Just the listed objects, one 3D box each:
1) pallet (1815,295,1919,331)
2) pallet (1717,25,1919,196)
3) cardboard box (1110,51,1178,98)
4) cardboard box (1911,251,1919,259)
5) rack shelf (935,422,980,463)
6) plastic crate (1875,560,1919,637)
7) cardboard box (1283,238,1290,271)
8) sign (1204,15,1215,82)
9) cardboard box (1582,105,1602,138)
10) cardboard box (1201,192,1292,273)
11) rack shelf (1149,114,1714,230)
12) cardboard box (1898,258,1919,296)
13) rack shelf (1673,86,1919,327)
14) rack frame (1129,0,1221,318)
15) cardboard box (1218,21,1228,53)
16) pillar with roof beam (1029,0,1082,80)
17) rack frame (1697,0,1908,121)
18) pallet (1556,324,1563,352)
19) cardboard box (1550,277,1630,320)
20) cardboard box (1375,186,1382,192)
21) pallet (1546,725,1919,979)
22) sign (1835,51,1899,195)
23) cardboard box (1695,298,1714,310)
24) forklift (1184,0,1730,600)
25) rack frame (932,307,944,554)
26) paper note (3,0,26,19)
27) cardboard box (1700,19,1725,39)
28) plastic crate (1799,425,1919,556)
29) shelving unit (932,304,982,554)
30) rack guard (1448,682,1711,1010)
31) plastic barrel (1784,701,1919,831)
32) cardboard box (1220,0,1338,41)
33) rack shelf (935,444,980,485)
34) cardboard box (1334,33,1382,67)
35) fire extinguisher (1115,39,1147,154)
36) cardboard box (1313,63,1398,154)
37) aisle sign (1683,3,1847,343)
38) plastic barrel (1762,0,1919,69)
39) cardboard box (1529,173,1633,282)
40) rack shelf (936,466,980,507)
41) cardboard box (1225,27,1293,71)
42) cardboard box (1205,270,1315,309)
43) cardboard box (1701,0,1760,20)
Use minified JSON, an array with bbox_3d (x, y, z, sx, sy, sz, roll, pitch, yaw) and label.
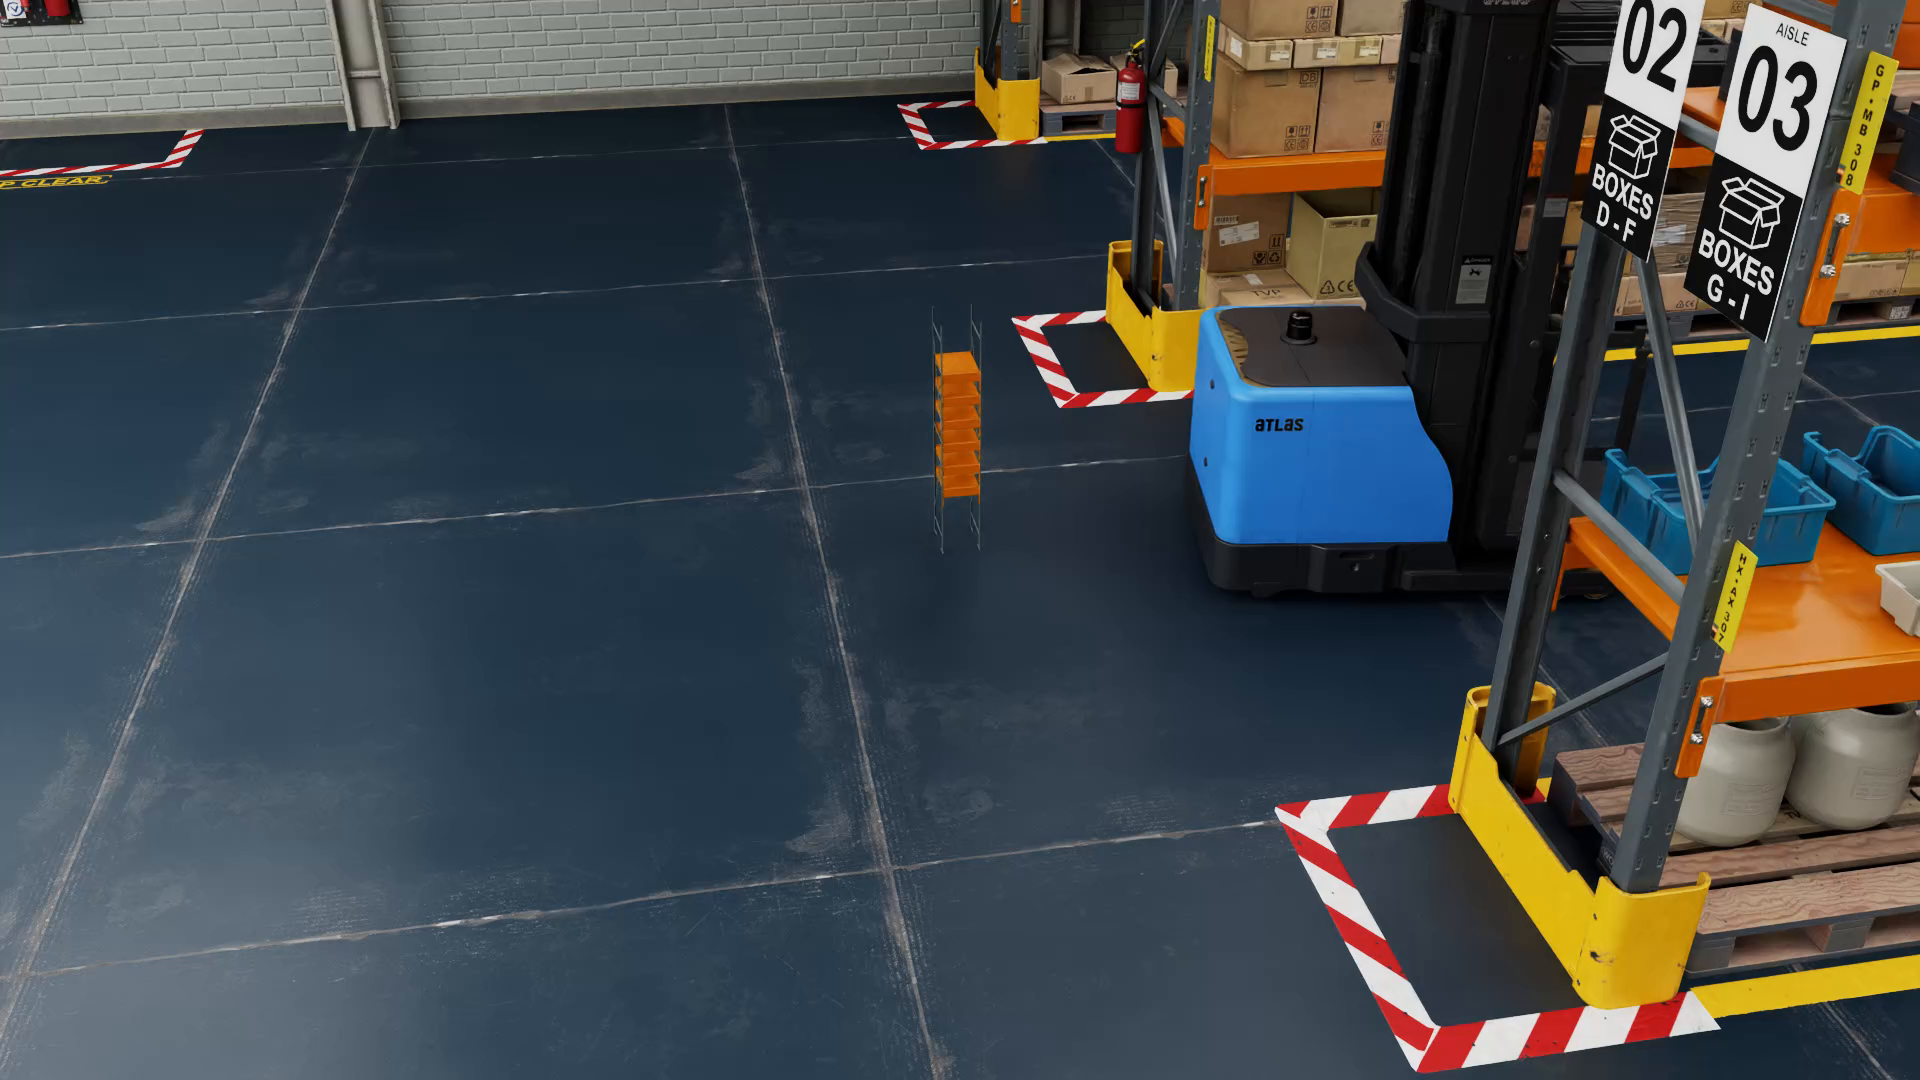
[{"bbox_3d":[5.872,-1.710,10.950,1.213,0.211,1.003,-5,31,-9],"label":"pallet"},{"bbox_3d":[2.940,-1.229,4.607,1.213,0.211,1.003,-5,31,-9],"label":"pallet"},{"bbox_3d":[1.582,-4.031,14.364,0.500,0.311,0.500,-3,31,-5],"label":"cardboard box"},{"bbox_3d":[6.099,-2.020,10.470,0.500,0.311,0.500,-6,31,-10],"label":"cardboard box"},{"bbox_3d":[-0.014,-0.478,7.966,0.180,0.103,0.258,-5,31,-9],"label":"rack shelf"},{"bbox_3d":[3.047,0.202,5.207,0.250,0.136,0.298,-5,31,-9],"label":"plastic crate"},{"bbox_3d":[2.184,-1.704,10.487,0.500,0.250,0.500,-5,31,-9],"label":"cardboard box"},{"bbox_3d":[1.314,-2.590,8.764,0.005,0.325,0.100,-5,31,-9],"label":"sign"},{"bbox_3d":[3.707,-2.730,9.834,0.500,0.500,0.700,-5,31,-8],"label":"cardboard box"},{"bbox_3d":[1.694,-1.977,10.211,0.500,0.500,0.500,-5,31,-9],"label":"cardboard box"},{"bbox_3d":[3.187,-2.333,9.968,4.000,0.370,1.077,-5,31,-9],"label":"rack shelf"},{"bbox_3d":[6.099,-1.780,10.617,0.500,0.250,0.500,-5,31,-8],"label":"cardboard box"},{"bbox_3d":[4.076,-1.156,5.007,4.000,0.370,1.077,-5,31,-9],"label":"rack shelf"},{"bbox_3d":[1.220,-2.460,9.475,0.127,3.000,1.000,-5,31,-9],"label":"rack frame"},{"bbox_3d":[1.561,-2.913,9.506,0.250,0.149,0.380,-6,31,-10],"label":"cardboard box"},{"bbox_3d":[1.632,-5.865,9.346,0.400,9.000,9.100,-5,31,-9],"label":"pillar with roof beam"},{"bbox_3d":[2.108,-2.576,3.753,0.127,3.000,1.000,-5,31,-9],"label":"rack frame"},{"bbox_3d":[3.162,-1.459,10.522,1.213,0.211,1.003,-5,31,-9],"label":"pallet"},{"bbox_3d":[3.755,-1.576,10.270,0.500,0.250,0.500,-5,31,-9],"label":"cardboard box"},{"bbox_3d":[2.768,-1.816,9.938,0.500,0.500,0.500,-5,31,-9],"label":"cardboard box"},{"bbox_3d":[2.975,1.110,6.154,1.213,0.211,1.003,-5,31,-9],"label":"pallet"},{"bbox_3d":[2.203,-1.012,4.044,0.005,0.325,0.100,-5,31,-9],"label":"sign"},{"bbox_3d":[4.738,-1.670,10.429,0.500,0.250,0.500,-5,31,-9],"label":"cardboard box"},{"bbox_3d":[2.672,-1.253,7.489,3.031,2.935,1.130,-1,30,-1],"label":"forklift"},{"bbox_3d":[-0.104,-0.508,7.929,0.006,1.200,0.240,-5,31,-9],"label":"rack frame"},{"bbox_3d":[-7.669,-4.309,13.488,0.142,0.148,0.016,-5,31,-9],"label":"paper note"},{"bbox_3d":[4.167,-2.945,9.561,0.250,0.149,0.380,-5,31,-9],"label":"cardboard box"},{"bbox_3d":[3.187,-0.177,5.739,0.408,0.251,0.499,-5,31,-9],"label":"plastic crate"},{"bbox_3d":[-0.014,-0.516,7.944,0.189,1.200,0.258,-5,31,-9],"label":"shelving unit"},{"bbox_3d":[2.175,1.057,5.959,0.348,0.500,1.175,-5,31,-9],"label":"rack guard"},{"bbox_3d":[3.235,0.757,6.043,0.421,0.512,0.421,0,30,0],"label":"plastic barrel"},{"bbox_3d":[1.734,-3.104,9.190,0.500,0.500,0.700,-5,31,-9],"label":"cardboard box"},{"bbox_3d":[-0.014,-0.374,8.027,0.180,0.103,0.258,-5,31,-9],"label":"rack shelf"},{"bbox_3d":[2.150,-2.759,9.244,0.250,0.149,0.380,-5,31,-9],"label":"cardboard box"},{"bbox_3d":[1.020,-2.648,9.870,0.183,0.674,0.296,-5,31,-9],"label":"fire extinguisher"},{"bbox_3d":[2.197,-2.590,9.597,0.500,0.500,0.700,-5,31,-8],"label":"cardboard box"},{"bbox_3d":[2.090,-0.958,4.356,0.004,0.787,0.394,-5,31,-9],"label":"aisle sign"},{"bbox_3d":[2.564,-1.757,4.482,0.708,0.830,0.600,-5,31,-9],"label":"plastic barrel"},{"bbox_3d":[3.753,-1.906,10.090,0.500,0.500,0.500,-5,31,-9],"label":"cardboard box"},{"bbox_3d":[-0.014,-0.271,8.088,0.180,0.103,0.258,-5,31,-9],"label":"rack shelf"},{"bbox_3d":[1.645,-2.711,9.163,0.250,0.149,0.380,-6,31,-9],"label":"cardboard box"},{"bbox_3d":[1.787,-1.394,9.960,0.500,0.250,0.500,-5,31,-9],"label":"cardboard box"},{"bbox_3d":[4.222,-3.337,9.588,0.500,0.500,0.700,-5,31,-9],"label":"cardboard box"}]
